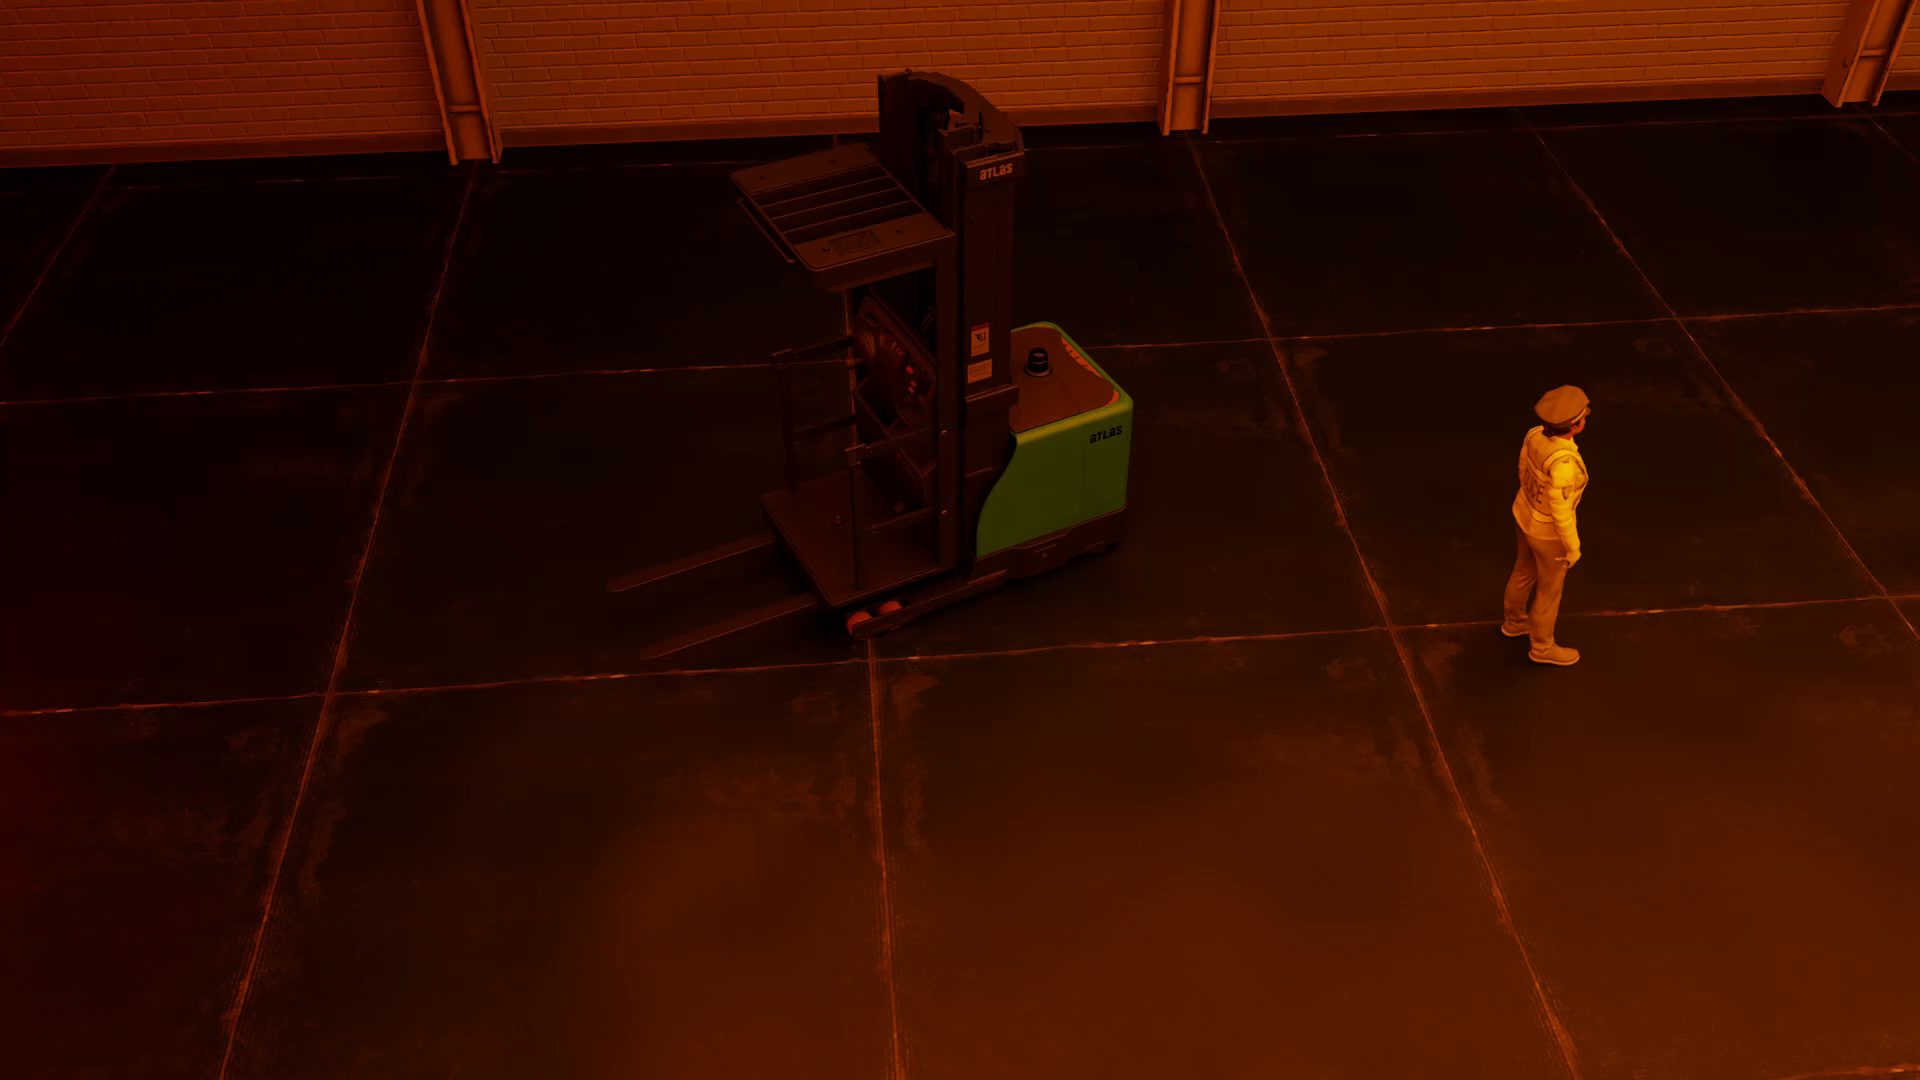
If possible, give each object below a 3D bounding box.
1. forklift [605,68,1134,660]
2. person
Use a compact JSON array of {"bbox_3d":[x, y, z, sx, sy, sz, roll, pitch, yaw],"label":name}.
[{"bbox_3d":[-0.541,-0.933,9.029,3.031,2.935,1.130,-18,44,-20],"label":"forklift"},{"bbox_3d":[3.218,-0.092,8.996,0.504,1.704,0.574,-5,41,-6],"label":"person"}]
